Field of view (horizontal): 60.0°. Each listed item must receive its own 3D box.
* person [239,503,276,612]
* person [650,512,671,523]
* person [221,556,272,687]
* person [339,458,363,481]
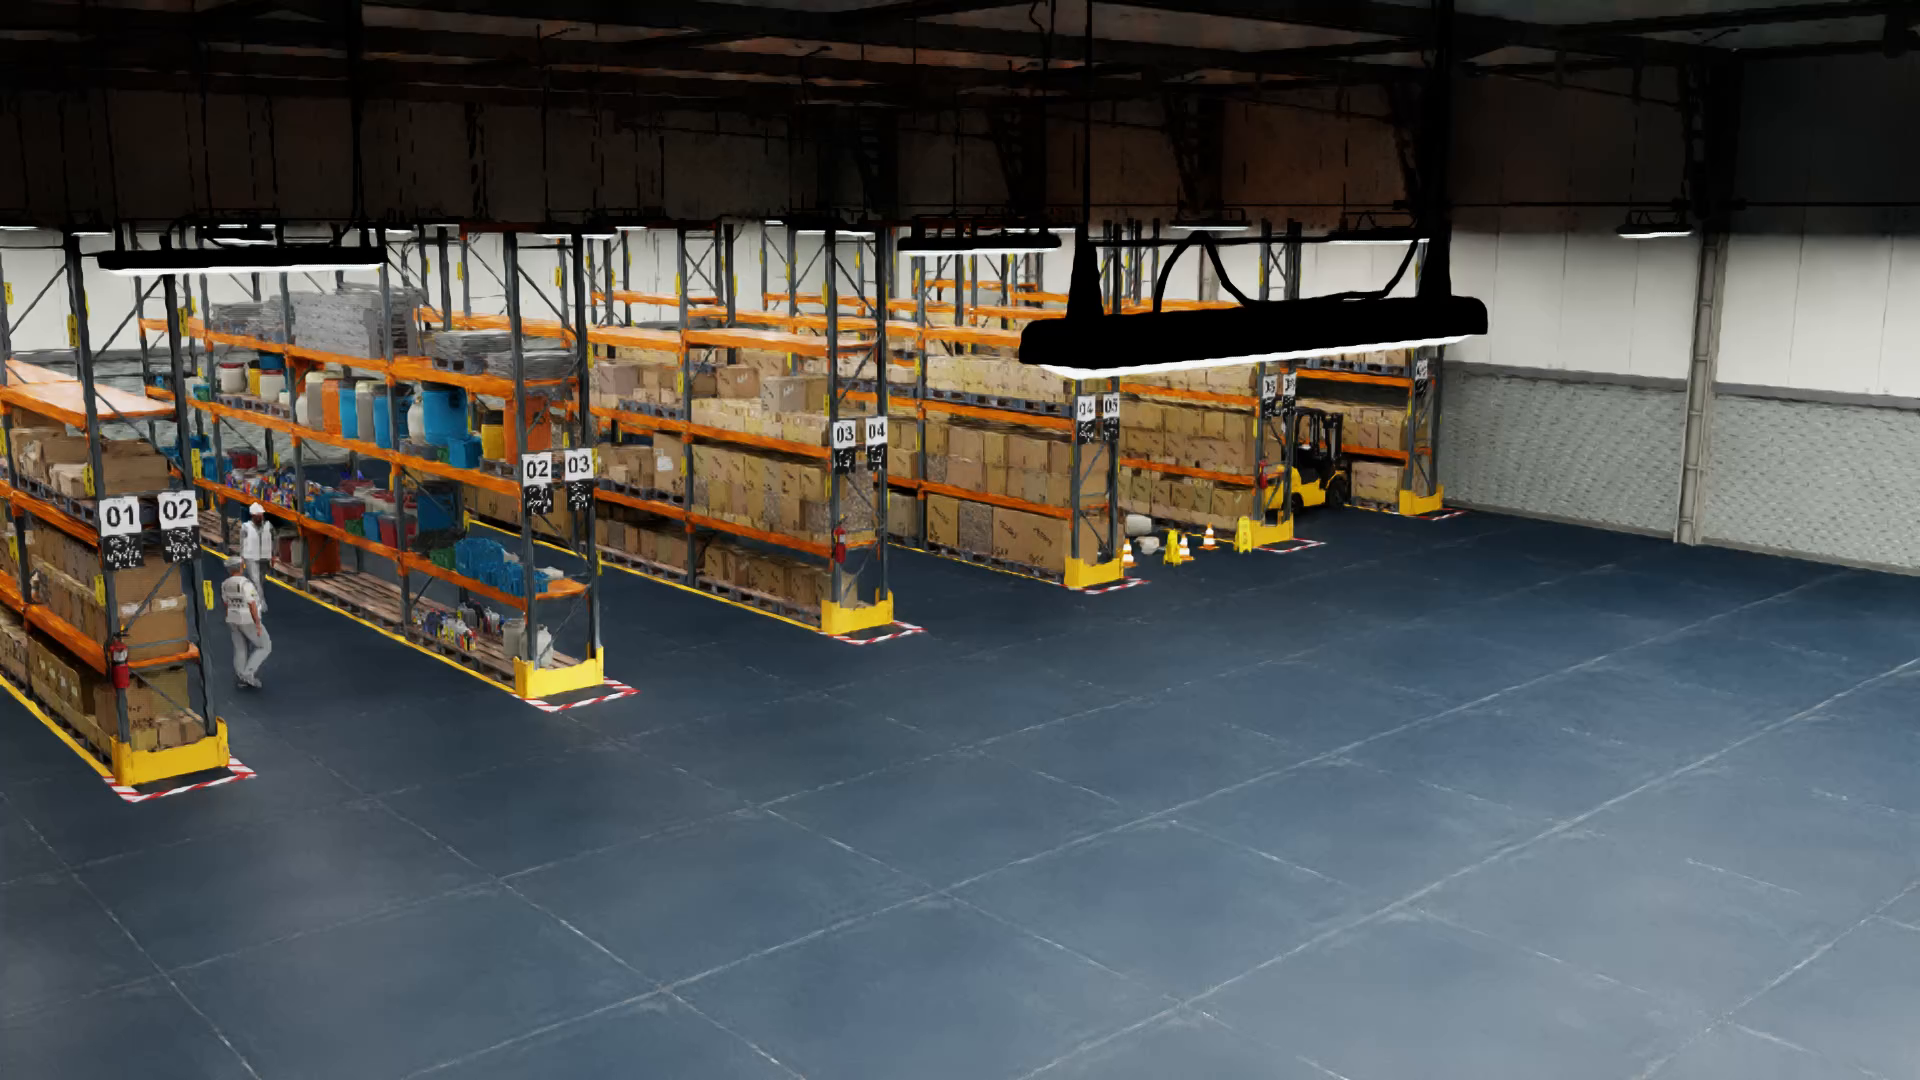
[{"bbox_3d":[-11.067,0.243,26.295,0.544,1.698,1.105,-10,15,-42],"label":"person"},{"bbox_3d":[-5.906,-1.095,32.939,0.729,1.733,0.546,-10,15,-42],"label":"person"},{"bbox_3d":[-9.484,1.096,22.006,0.578,1.755,0.467,4,12,21],"label":"person"},{"bbox_3d":[-11.571,-0.789,31.703,0.463,1.596,0.989,-10,15,-41],"label":"person"}]
